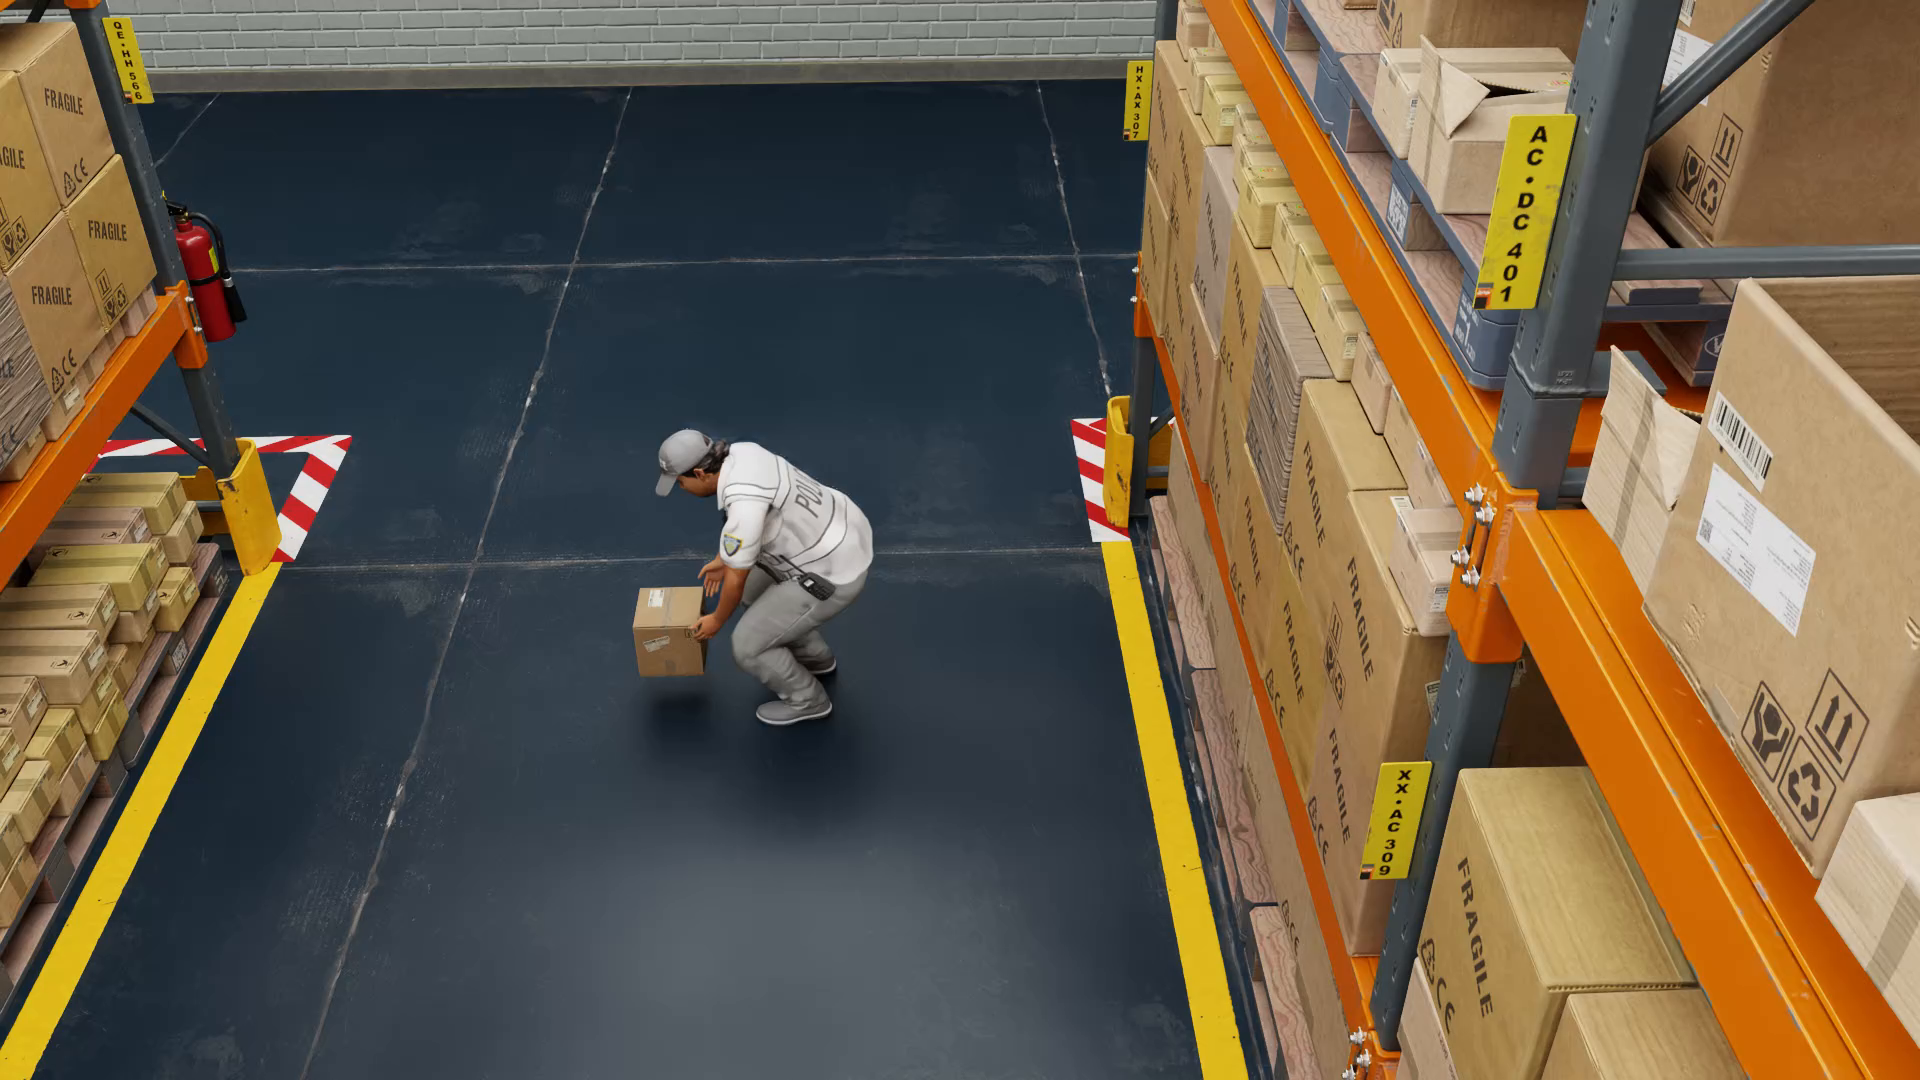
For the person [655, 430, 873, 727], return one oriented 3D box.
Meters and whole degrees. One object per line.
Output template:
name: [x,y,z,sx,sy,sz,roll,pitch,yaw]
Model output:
person: [-0.725,0.123,6.320,0.772,1.268,0.538,-1,35,-2]
